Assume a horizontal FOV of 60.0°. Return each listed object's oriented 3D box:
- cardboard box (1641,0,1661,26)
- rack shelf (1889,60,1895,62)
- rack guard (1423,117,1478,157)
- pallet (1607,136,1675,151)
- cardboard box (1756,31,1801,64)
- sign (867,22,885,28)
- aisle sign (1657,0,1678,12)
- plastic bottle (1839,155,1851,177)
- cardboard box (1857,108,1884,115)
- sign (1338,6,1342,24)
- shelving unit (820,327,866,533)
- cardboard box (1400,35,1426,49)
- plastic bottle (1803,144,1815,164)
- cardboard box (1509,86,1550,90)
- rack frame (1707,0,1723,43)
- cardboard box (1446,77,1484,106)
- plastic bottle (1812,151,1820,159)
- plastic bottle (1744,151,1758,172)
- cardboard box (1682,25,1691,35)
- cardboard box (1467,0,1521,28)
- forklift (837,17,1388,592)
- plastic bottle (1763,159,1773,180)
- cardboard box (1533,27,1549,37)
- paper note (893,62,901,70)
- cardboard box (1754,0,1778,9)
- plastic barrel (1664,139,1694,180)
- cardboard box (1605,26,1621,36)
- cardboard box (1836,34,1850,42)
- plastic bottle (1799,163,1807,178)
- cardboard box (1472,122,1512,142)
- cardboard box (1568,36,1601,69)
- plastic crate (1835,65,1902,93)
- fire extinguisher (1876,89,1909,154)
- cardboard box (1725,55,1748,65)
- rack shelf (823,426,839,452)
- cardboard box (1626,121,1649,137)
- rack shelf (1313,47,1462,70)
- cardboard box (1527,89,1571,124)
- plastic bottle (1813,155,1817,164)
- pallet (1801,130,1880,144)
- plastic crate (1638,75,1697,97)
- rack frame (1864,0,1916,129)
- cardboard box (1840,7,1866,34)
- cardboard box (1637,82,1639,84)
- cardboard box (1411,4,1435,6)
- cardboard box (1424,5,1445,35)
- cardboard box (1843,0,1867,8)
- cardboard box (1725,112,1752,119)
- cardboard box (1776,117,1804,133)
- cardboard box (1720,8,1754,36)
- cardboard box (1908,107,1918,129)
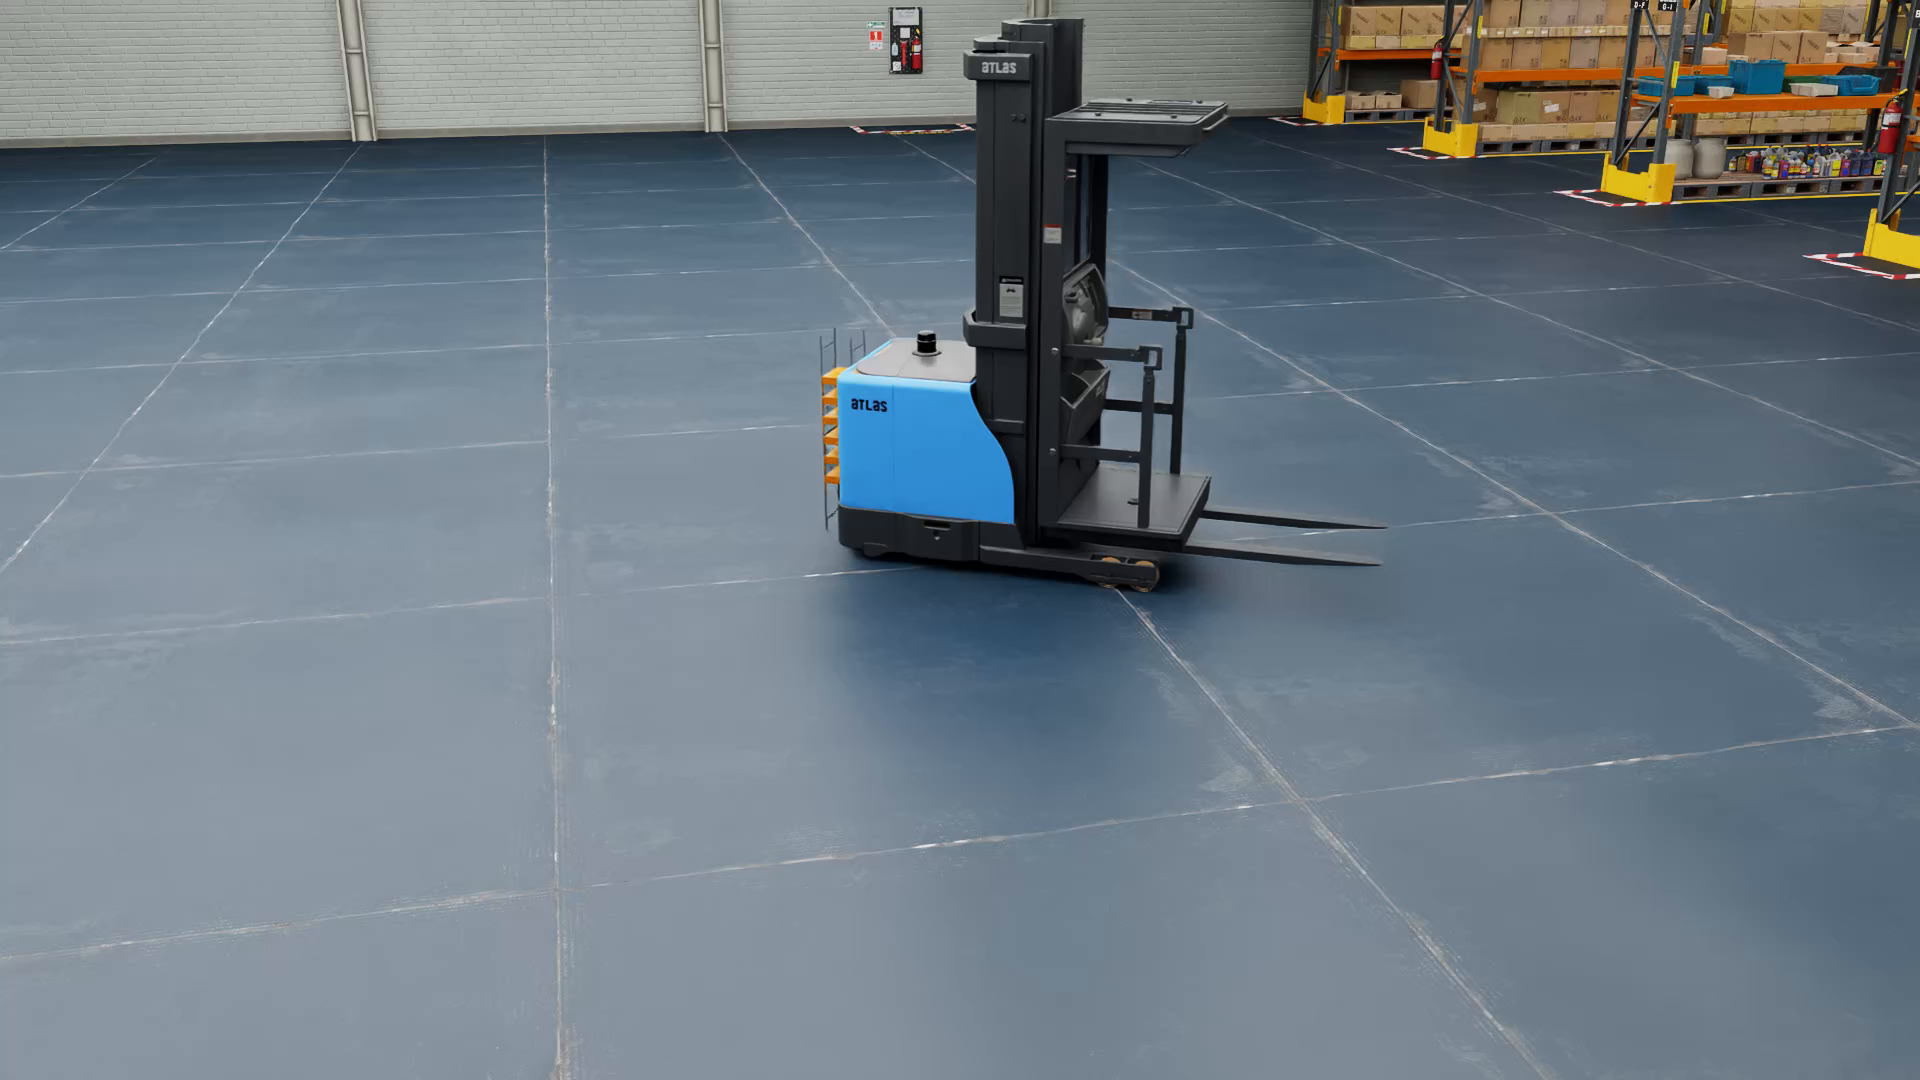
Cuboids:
[{"bbox_3d":[10.925,-8.605,26.913,0.500,0.500,0.700,-5,21,-13],"label":"cardboard box"},{"bbox_3d":[17.686,-8.163,28.785,4.000,0.370,1.077,-5,21,-12],"label":"rack shelf"},{"bbox_3d":[7.931,-6.534,26.925,0.348,0.500,1.175,-5,21,-12],"label":"rack guard"},{"bbox_3d":[11.063,-6.668,27.711,1.213,0.211,1.003,-5,21,-12],"label":"pallet"},{"bbox_3d":[13.598,-8.210,27.721,0.500,0.500,0.500,-5,21,-12],"label":"cardboard box"},{"bbox_3d":[-1.515,-9.309,30.043,0.331,0.109,0.001,-5,21,-12],"label":"sign"},{"bbox_3d":[9.087,-7.168,21.243,0.004,0.787,0.394,-5,21,-12],"label":"aisle sign"},{"bbox_3d":[12.087,-5.110,22.712,0.133,0.283,0.061,-3,20,-9],"label":"plastic bottle"},{"bbox_3d":[15.286,-7.388,28.195,0.500,0.311,0.500,-4,21,-11],"label":"cardboard box"},{"bbox_3d":[6.935,-9.593,30.382,0.005,0.325,0.100,-5,21,-12],"label":"sign"},{"bbox_3d":[-0.678,-0.635,9.805,0.189,1.200,0.258,6,21,16],"label":"shelving unit"},{"bbox_3d":[8.357,-9.323,31.094,0.500,0.250,0.500,-5,21,-13],"label":"cardboard box"},{"bbox_3d":[11.918,-5.391,23.382,0.185,0.351,0.144,-6,21,-15],"label":"plastic bottle"},{"bbox_3d":[9.377,-7.194,27.390,0.500,0.500,0.500,-5,21,-12],"label":"cardboard box"},{"bbox_3d":[14.596,-10.001,32.755,0.127,3.000,1.000,-5,21,-12],"label":"rack frame"},{"bbox_3d":[9.702,-8.622,31.984,0.500,0.500,0.500,-6,21,-17],"label":"cardboard box"},{"bbox_3d":[11.988,-5.317,23.294,0.097,0.271,0.097,0,20,0],"label":"plastic bottle"},{"bbox_3d":[11.028,-5.282,23.193,0.135,0.276,0.152,-4,21,-12],"label":"plastic bottle"},{"bbox_3d":[11.631,-8.285,26.982,0.250,0.149,0.380,-5,21,-13],"label":"cardboard box"},{"bbox_3d":[8.463,-8.403,26.361,0.500,0.500,0.700,-5,21,-12],"label":"cardboard box"},{"bbox_3d":[0.877,-1.298,9.096,3.031,2.935,1.130,6,21,16],"label":"forklift"},{"bbox_3d":[10.926,-5.016,22.474,0.097,0.271,0.097,0,20,0],"label":"plastic bottle"},{"bbox_3d":[9.131,-8.081,26.424,0.250,0.149,0.380,-5,21,-13],"label":"cardboard box"},{"bbox_3d":[-1.148,-8.650,30.349,0.142,0.148,0.016,-5,21,-12],"label":"paper note"},{"bbox_3d":[15.620,-10.541,32.534,0.500,0.250,0.500,-5,21,-13],"label":"cardboard box"},{"bbox_3d":[9.713,-5.158,22.541,0.421,0.512,0.421,0,20,0],"label":"plastic barrel"},{"bbox_3d":[10.395,-8.185,26.709,0.250,0.149,0.380,-4,21,-11],"label":"cardboard box"},{"bbox_3d":[17.478,-10.013,33.126,0.250,0.149,0.380,-5,21,-12],"label":"cardboard box"},{"bbox_3d":[11.454,-5.026,22.603,0.097,0.201,0.097,0,20,0],"label":"plastic bottle"},{"bbox_3d":[8.527,-6.584,26.814,0.500,0.250,0.500,-5,21,-12],"label":"cardboard box"},{"bbox_3d":[9.917,-7.913,26.910,0.500,0.500,0.700,-4,21,-11],"label":"cardboard box"},{"bbox_3d":[12.444,-6.340,22.852,0.504,0.338,0.767,-5,21,-12],"label":"plastic crate"},{"bbox_3d":[10.012,-4.502,17.857,0.183,0.674,0.296,-5,21,-12],"label":"fire extinguisher"},{"bbox_3d":[12.756,-7.910,27.413,0.250,0.149,0.380,-5,21,-12],"label":"cardboard box"},{"bbox_3d":[-0.678,-0.594,9.820,0.180,0.103,0.258,6,21,16],"label":"rack shelf"},{"bbox_3d":[10.957,-6.786,27.367,0.500,0.250,0.500,-5,21,-12],"label":"cardboard box"},{"bbox_3d":[8.757,-9.188,31.582,4.000,0.370,1.077,-5,21,-12],"label":"rack shelf"},{"bbox_3d":[9.497,-7.020,26.914,0.500,0.500,0.500,-5,21,-12],"label":"cardboard box"},{"bbox_3d":[11.737,-5.135,22.781,0.133,0.283,0.061,-5,21,-12],"label":"plastic bottle"},{"bbox_3d":[14.929,-6.982,28.567,1.213,0.211,1.003,-5,21,-12],"label":"pallet"},{"bbox_3d":[9.508,-6.121,22.381,0.616,0.251,0.499,-5,21,-12],"label":"plastic crate"},{"bbox_3d":[15.739,-8.343,28.229,0.127,3.000,1.000,-5,21,-12],"label":"rack frame"},{"bbox_3d":[17.603,-10.349,33.098,0.500,0.500,0.500,-4,21,-12],"label":"cardboard box"},{"bbox_3d":[13.379,-8.957,32.901,0.500,0.500,0.700,-5,21,-13],"label":"cardboard box"},{"bbox_3d":[8.704,-9.886,31.540,0.500,0.500,0.500,-4,21,-12],"label":"cardboard box"},{"bbox_3d":[8.831,-9.715,31.074,0.500,0.500,0.500,-4,20,-11],"label":"cardboard box"},{"bbox_3d":[17.593,-10.706,32.982,0.500,0.250,0.500,-4,21,-11],"label":"cardboard box"},{"bbox_3d":[12.794,-7.183,27.634,0.500,0.311,0.500,-5,21,-13],"label":"cardboard box"},{"bbox_3d":[13.793,-7.003,27.959,0.500,0.250,0.500,-4,21,-11],"label":"cardboard box"},{"bbox_3d":[15.127,-10.150,32.554,0.500,0.500,0.500,-4,21,-11],"label":"cardboard box"},{"bbox_3d":[16.248,-7.316,28.421,0.500,0.500,0.500,-4,20,-10],"label":"cardboard box"}]
